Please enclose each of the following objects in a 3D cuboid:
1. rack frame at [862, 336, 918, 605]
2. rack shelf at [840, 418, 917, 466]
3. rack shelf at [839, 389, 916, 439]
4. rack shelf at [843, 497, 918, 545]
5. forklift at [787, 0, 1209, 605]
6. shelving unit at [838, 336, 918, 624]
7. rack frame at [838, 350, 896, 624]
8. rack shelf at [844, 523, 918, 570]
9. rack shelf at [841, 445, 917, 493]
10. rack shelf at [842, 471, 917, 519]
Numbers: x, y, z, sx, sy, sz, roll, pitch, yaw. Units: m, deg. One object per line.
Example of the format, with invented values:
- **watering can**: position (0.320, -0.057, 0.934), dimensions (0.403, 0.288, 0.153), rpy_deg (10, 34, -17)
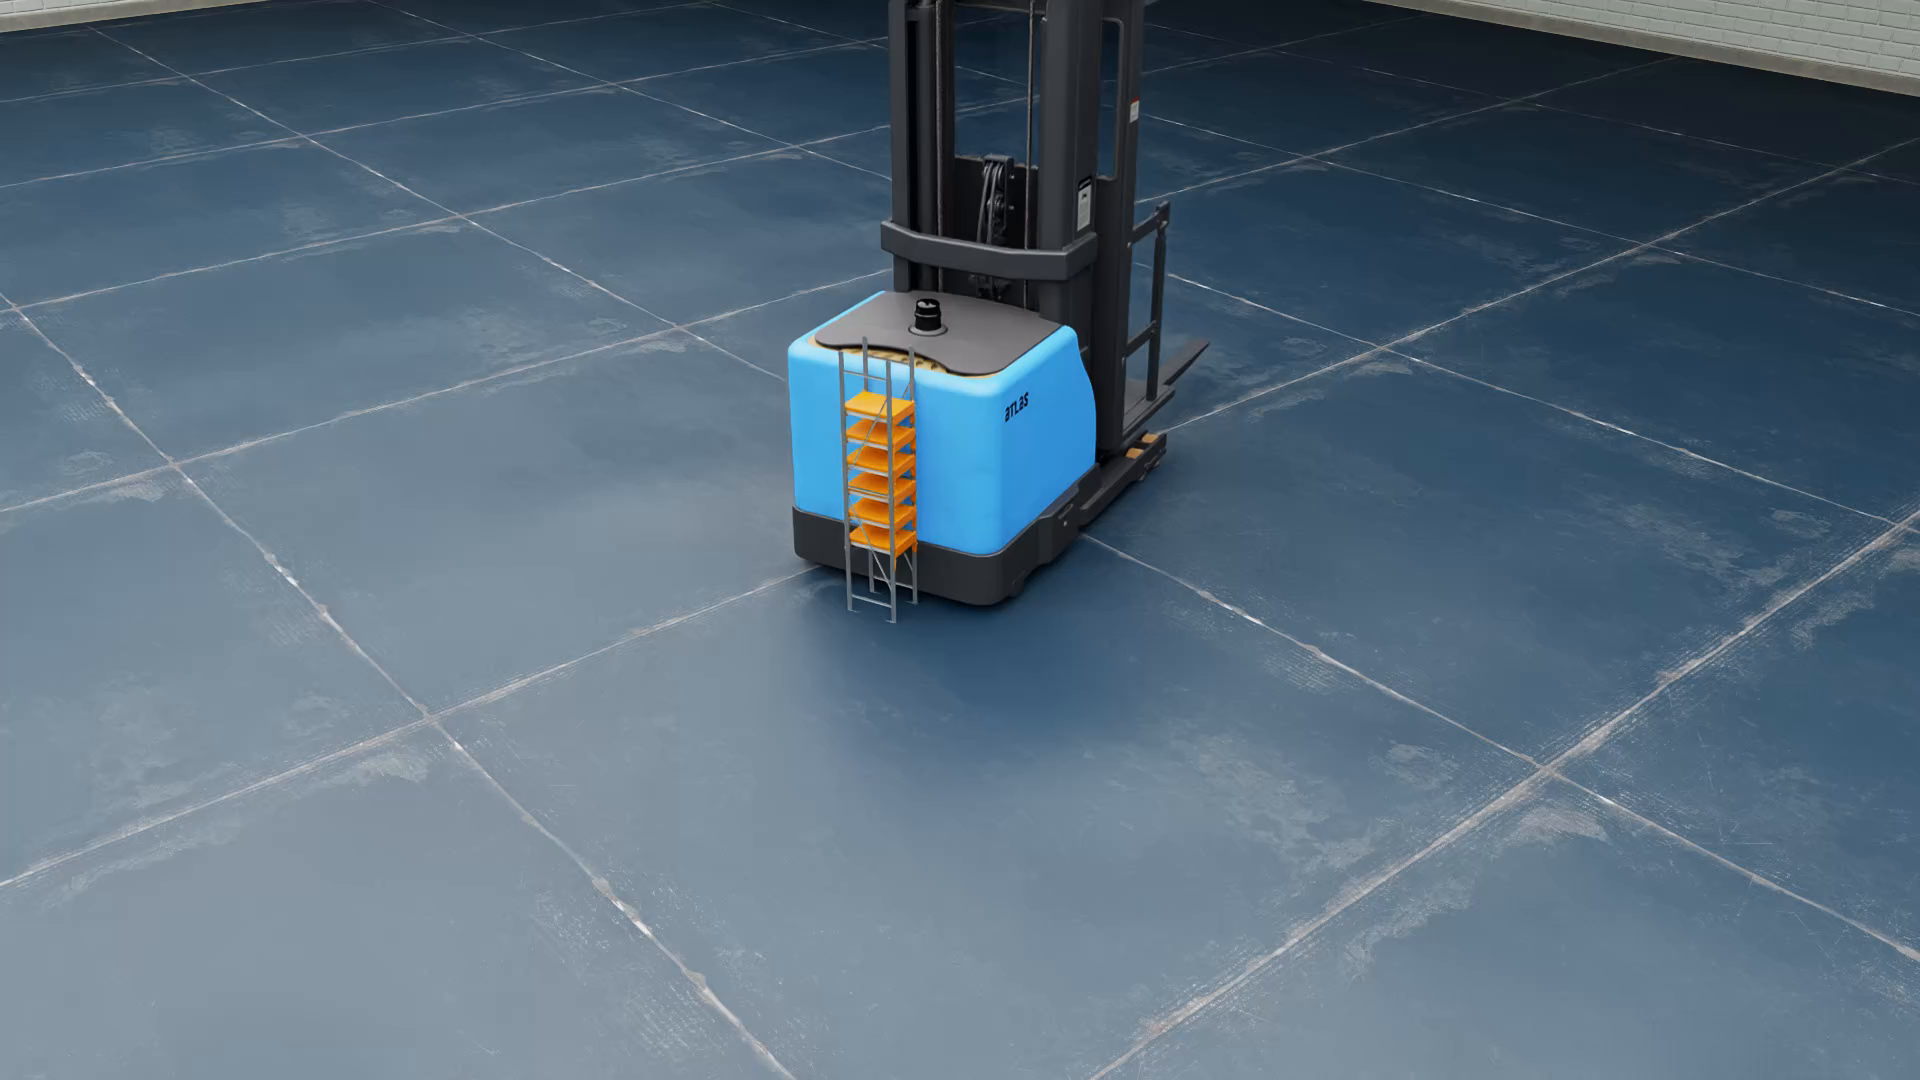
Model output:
- **rack frame**: position (-0.291, -0.273, 6.989), dimensions (0.240, 1.200, 0.006), rpy_deg (14, 31, 25)
- **rack shelf**: position (-0.334, -0.408, 6.825), dimensions (0.258, 0.103, 0.180), rpy_deg (14, 31, 25)
- **rack shelf**: position (-0.334, -0.514, 6.769), dimensions (0.258, 0.103, 0.180), rpy_deg (14, 31, 25)
- **rack shelf**: position (-0.334, -0.090, 6.995), dimensions (0.258, 0.103, 0.180), rpy_deg (14, 31, 25)
- **forklift**: position (0.395, -1.677, 7.778), dimensions (1.130, 2.935, 3.031), rpy_deg (14, 31, 25)
- **shelving unit**: position (-0.334, -0.235, 6.918), dimensions (0.258, 1.200, 0.189), rpy_deg (14, 31, 25)
- **rack frame**: position (-0.378, -0.197, 6.847), dimensions (0.240, 1.200, 0.006), rpy_deg (14, 31, 25)
- **rack shelf**: position (-0.334, 0.015, 7.052), dimensions (0.258, 0.103, 0.180), rpy_deg (14, 31, 25)
- **rack shelf**: position (-0.334, -0.302, 6.882), dimensions (0.258, 0.103, 0.180), rpy_deg (14, 31, 25)
- **rack shelf**: position (-0.334, -0.196, 6.938), dimensions (0.258, 0.103, 0.180), rpy_deg (14, 31, 25)
